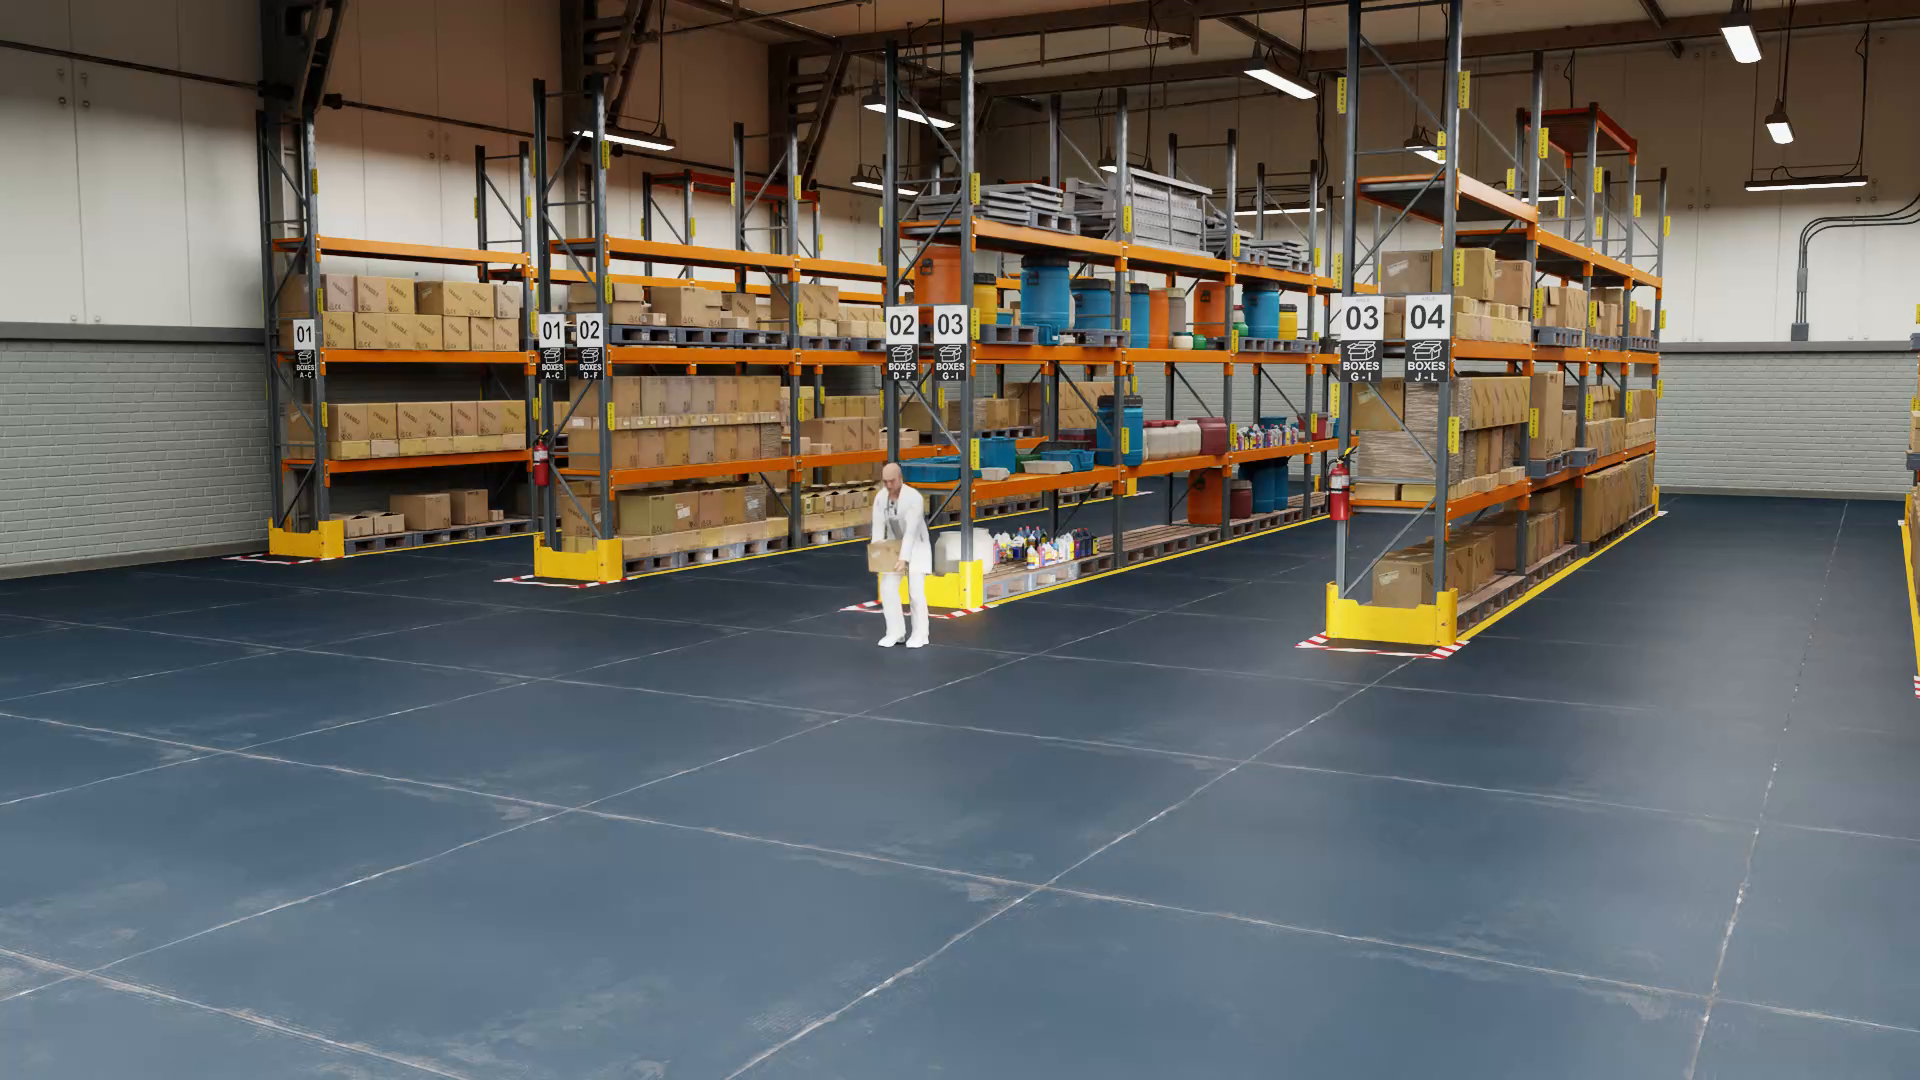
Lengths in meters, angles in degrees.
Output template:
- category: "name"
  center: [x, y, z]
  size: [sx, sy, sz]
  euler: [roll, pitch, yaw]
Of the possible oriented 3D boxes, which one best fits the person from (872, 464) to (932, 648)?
- category: "person"
  center: [-0.547, 0.139, 15.167]
  size: [0.540, 1.689, 0.633]
  euler: [3, 7, 27]
